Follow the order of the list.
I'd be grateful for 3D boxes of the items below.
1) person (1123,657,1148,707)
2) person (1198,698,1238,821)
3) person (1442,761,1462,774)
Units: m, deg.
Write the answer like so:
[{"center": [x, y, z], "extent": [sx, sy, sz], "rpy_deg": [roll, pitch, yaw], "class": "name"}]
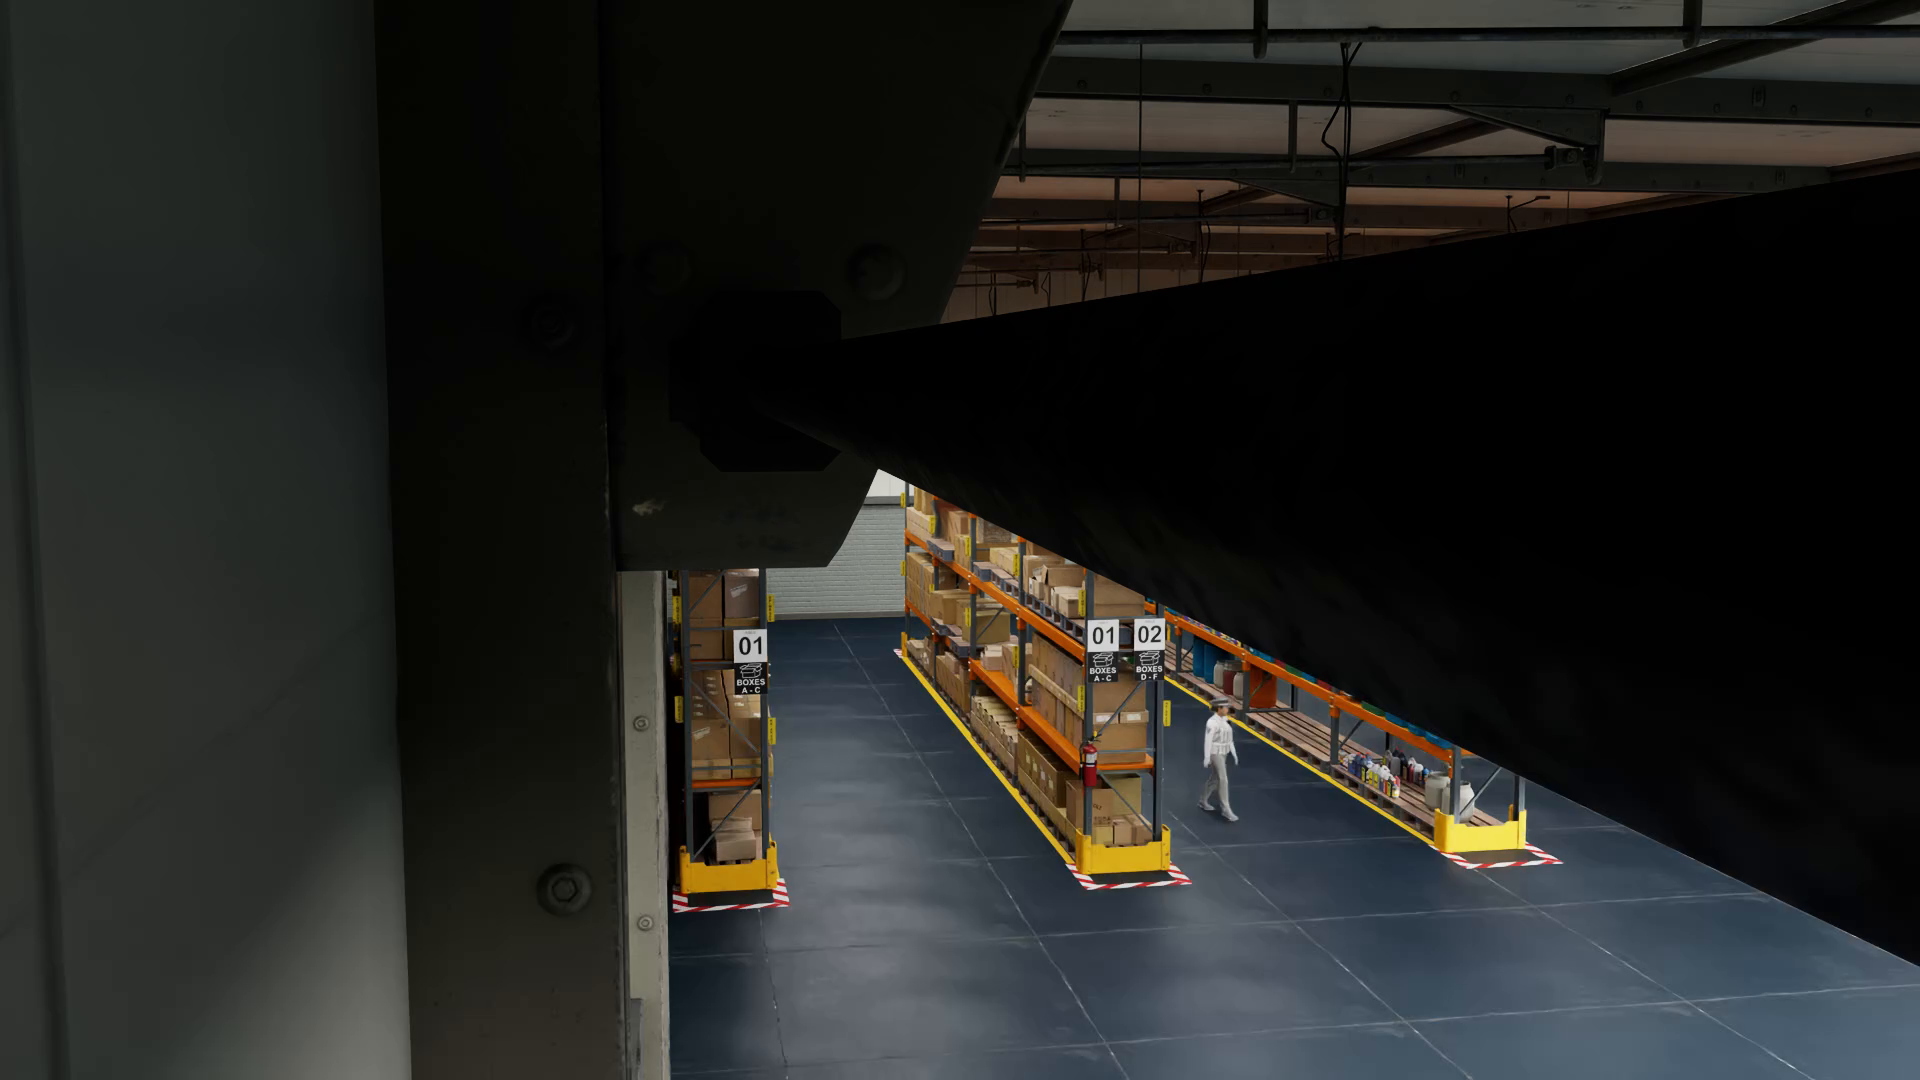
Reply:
[{"center": [3.272, 2.228, 31.240], "extent": [0.531, 1.865, 0.528], "rpy_deg": [0, 6, 1], "class": "person"}, {"center": [3.710, 3.065, 23.563], "extent": [0.770, 1.655, 0.570], "rpy_deg": [4, 7, 36], "class": "person"}, {"center": [7.744, 2.787, 26.064], "extent": [0.583, 1.874, 0.590], "rpy_deg": [-2, 6, -15], "class": "person"}]
